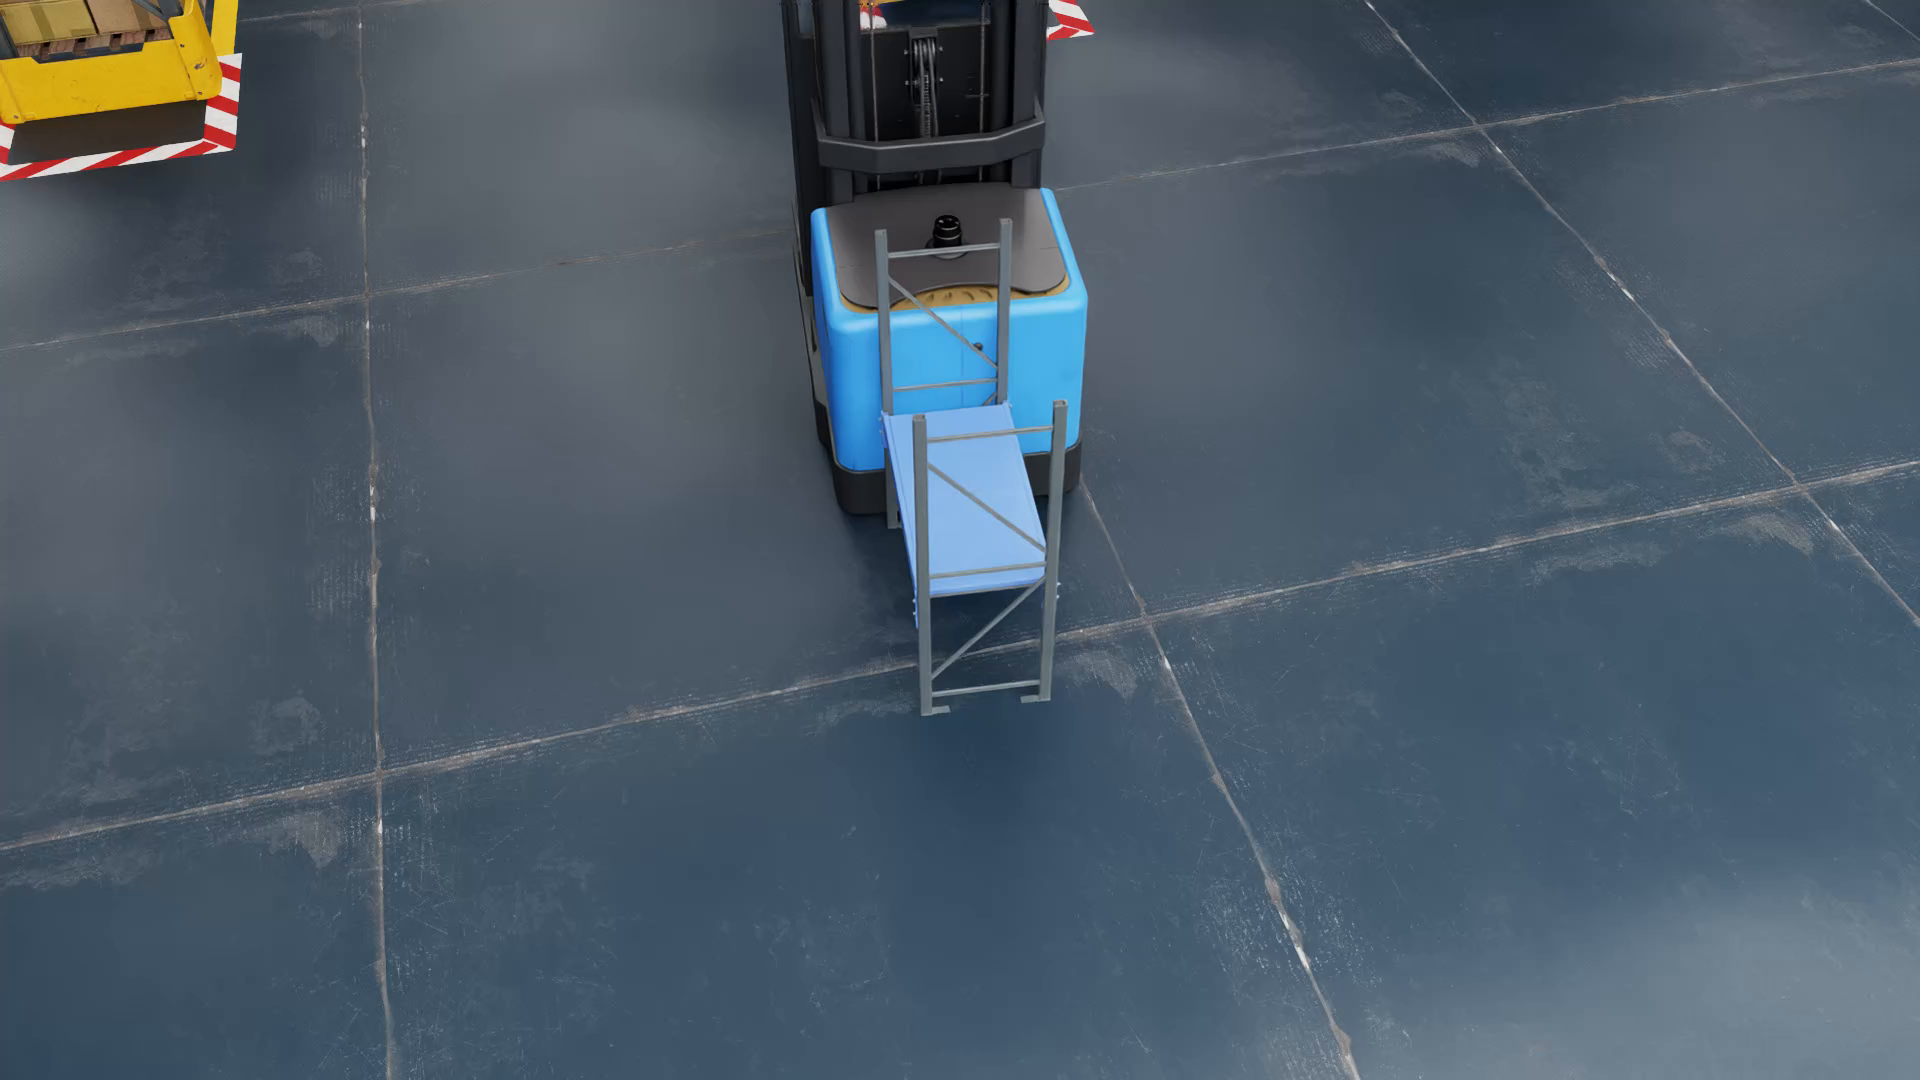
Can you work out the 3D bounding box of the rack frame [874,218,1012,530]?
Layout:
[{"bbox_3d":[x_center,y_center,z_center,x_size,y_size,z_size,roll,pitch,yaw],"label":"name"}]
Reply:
[{"bbox_3d":[-0.060,-0.608,6.546,0.500,1.500,0.032,-6,46,-6],"label":"rack frame"}]

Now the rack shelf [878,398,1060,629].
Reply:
[{"bbox_3d":[0.019,-0.123,6.323,0.538,0.185,1.000,-6,46,-6],"label":"rack shelf"}]

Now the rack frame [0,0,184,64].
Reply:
[{"bbox_3d":[-4.830,-3.600,8.429,1.000,3.000,0.127,-11,47,-10],"label":"rack frame"}]

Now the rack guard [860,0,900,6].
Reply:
[{"bbox_3d":[-0.106,-3.672,10.250,1.175,0.500,0.348,-11,47,-10],"label":"rack guard"}]

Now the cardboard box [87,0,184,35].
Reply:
[{"bbox_3d":[-4.752,-3.196,9.664,0.500,0.250,0.500,-11,47,-10],"label":"cardboard box"}]

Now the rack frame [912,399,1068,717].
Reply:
[{"bbox_3d":[0.097,0.110,5.843,0.500,1.500,0.032,-6,46,-6],"label":"rack frame"}]

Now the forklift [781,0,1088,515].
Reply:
[{"bbox_3d":[-0.222,-2.198,7.102,1.130,2.935,3.031,-6,46,-6],"label":"forklift"}]

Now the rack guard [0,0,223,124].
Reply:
[{"bbox_3d":[-4.824,-2.709,9.305,1.175,0.500,0.348,-11,47,-10],"label":"rack guard"}]

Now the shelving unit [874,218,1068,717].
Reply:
[{"bbox_3d":[0.019,-0.249,6.195,0.538,1.500,1.048,-6,46,-6],"label":"shelving unit"}]

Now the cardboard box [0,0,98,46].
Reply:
[{"bbox_3d":[-5.253,-3.101,9.571,0.500,0.250,0.500,-11,47,-10],"label":"cardboard box"}]

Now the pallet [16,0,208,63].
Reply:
[{"bbox_3d":[-5.066,-3.145,9.935,1.003,0.211,1.213,-11,47,-10],"label":"pallet"}]
